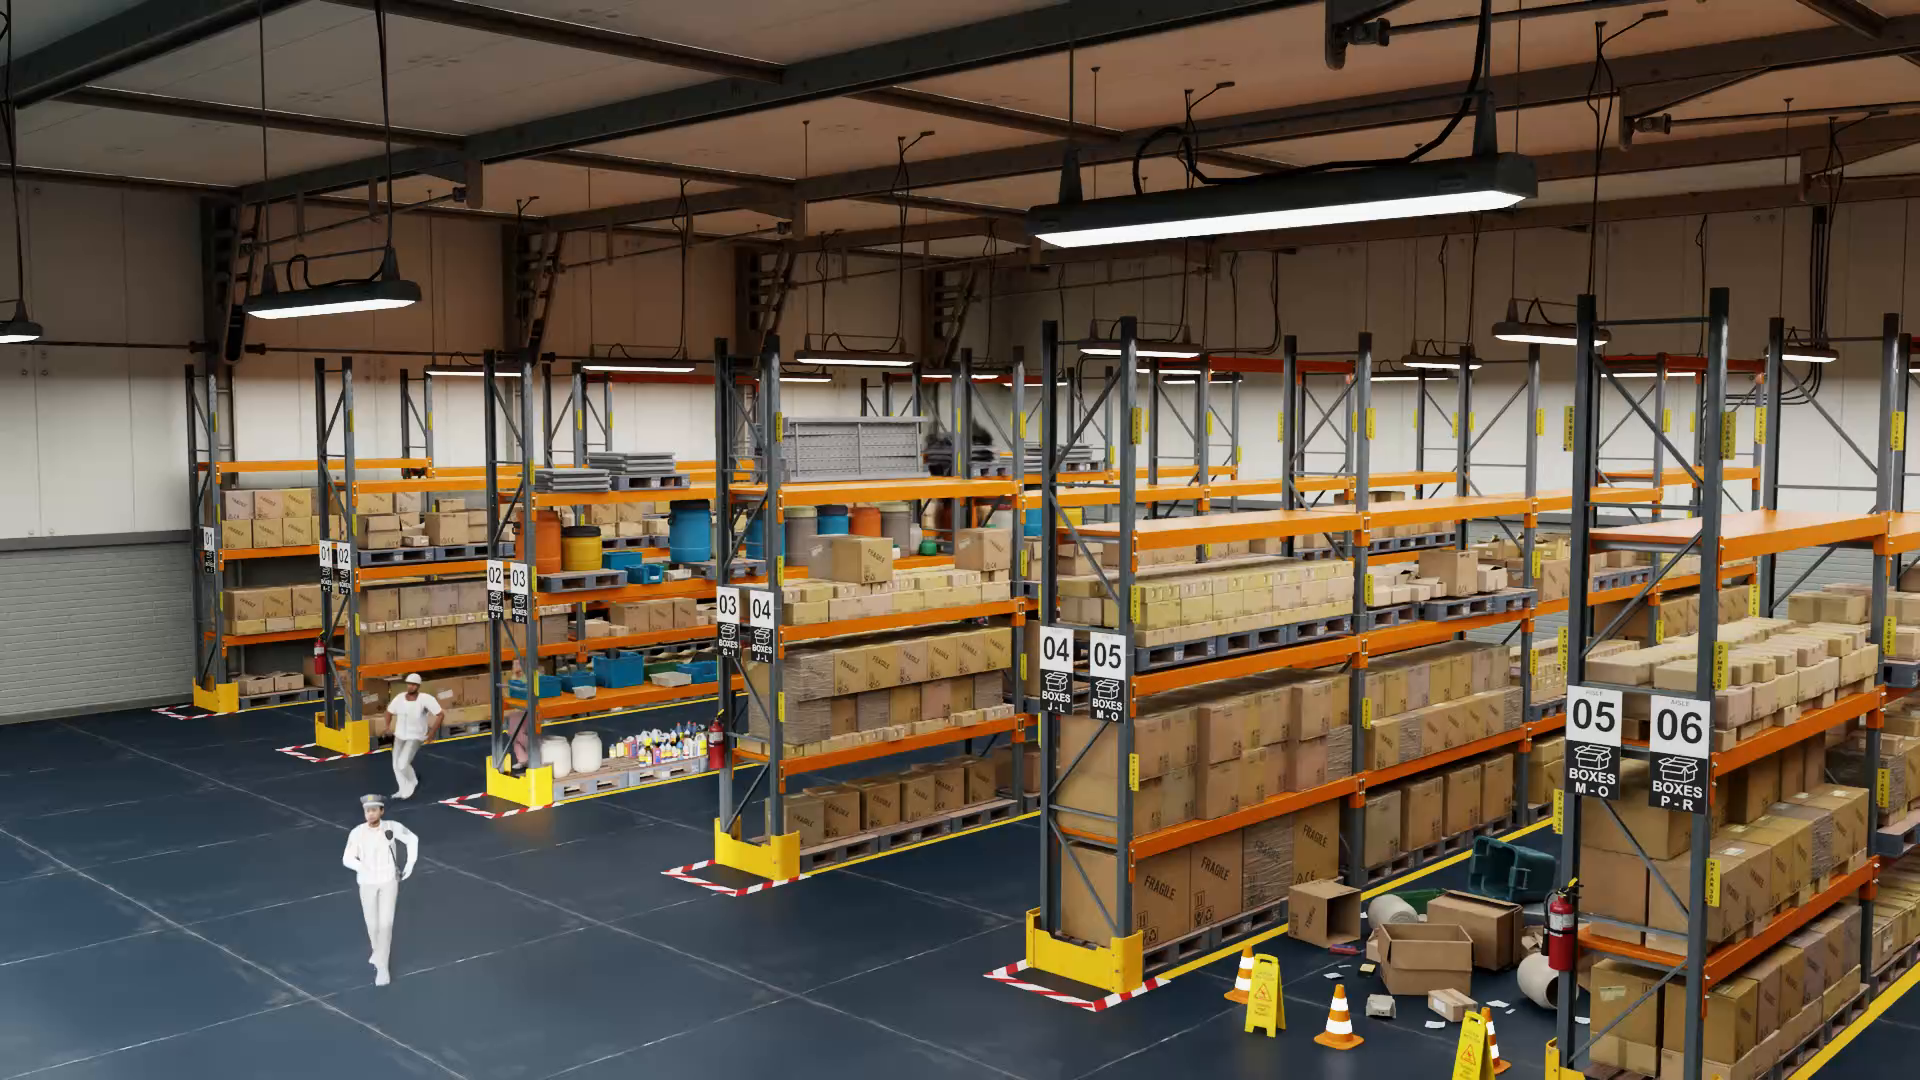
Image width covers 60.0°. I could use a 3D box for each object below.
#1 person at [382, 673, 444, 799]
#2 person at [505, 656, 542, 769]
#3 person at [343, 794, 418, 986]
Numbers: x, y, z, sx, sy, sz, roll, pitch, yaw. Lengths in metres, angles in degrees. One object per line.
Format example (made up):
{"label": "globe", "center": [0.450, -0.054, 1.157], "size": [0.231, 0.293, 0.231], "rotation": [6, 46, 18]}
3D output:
{"label": "person", "center": [-7.308, 2.616, 22.066], "size": [0.766, 1.706, 0.567], "rotation": [1, 5, 14]}
{"label": "person", "center": [-6.380, 2.496, 24.173], "size": [0.596, 1.633, 0.531], "rotation": [3, 5, 35]}
{"label": "person", "center": [-5.325, 3.175, 15.269], "size": [0.618, 1.724, 0.733], "rotation": [-1, 4, -9]}
